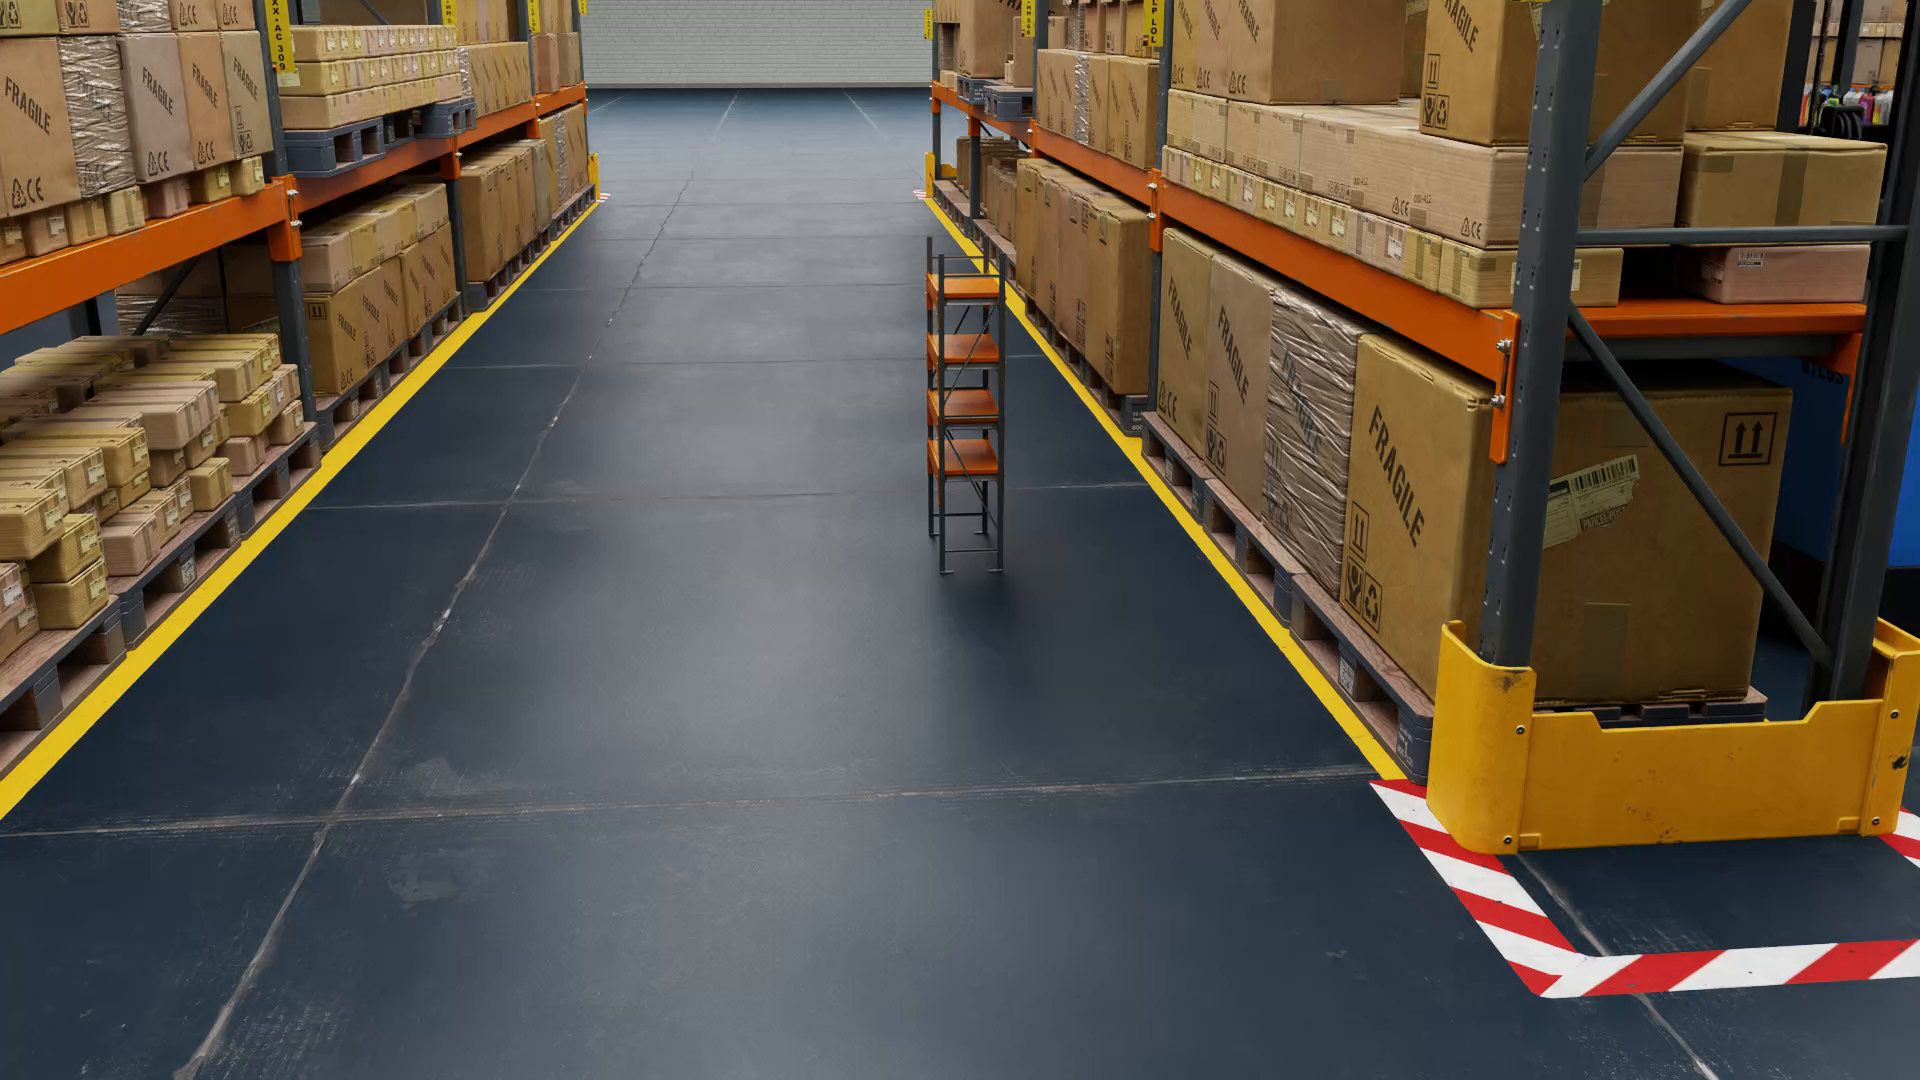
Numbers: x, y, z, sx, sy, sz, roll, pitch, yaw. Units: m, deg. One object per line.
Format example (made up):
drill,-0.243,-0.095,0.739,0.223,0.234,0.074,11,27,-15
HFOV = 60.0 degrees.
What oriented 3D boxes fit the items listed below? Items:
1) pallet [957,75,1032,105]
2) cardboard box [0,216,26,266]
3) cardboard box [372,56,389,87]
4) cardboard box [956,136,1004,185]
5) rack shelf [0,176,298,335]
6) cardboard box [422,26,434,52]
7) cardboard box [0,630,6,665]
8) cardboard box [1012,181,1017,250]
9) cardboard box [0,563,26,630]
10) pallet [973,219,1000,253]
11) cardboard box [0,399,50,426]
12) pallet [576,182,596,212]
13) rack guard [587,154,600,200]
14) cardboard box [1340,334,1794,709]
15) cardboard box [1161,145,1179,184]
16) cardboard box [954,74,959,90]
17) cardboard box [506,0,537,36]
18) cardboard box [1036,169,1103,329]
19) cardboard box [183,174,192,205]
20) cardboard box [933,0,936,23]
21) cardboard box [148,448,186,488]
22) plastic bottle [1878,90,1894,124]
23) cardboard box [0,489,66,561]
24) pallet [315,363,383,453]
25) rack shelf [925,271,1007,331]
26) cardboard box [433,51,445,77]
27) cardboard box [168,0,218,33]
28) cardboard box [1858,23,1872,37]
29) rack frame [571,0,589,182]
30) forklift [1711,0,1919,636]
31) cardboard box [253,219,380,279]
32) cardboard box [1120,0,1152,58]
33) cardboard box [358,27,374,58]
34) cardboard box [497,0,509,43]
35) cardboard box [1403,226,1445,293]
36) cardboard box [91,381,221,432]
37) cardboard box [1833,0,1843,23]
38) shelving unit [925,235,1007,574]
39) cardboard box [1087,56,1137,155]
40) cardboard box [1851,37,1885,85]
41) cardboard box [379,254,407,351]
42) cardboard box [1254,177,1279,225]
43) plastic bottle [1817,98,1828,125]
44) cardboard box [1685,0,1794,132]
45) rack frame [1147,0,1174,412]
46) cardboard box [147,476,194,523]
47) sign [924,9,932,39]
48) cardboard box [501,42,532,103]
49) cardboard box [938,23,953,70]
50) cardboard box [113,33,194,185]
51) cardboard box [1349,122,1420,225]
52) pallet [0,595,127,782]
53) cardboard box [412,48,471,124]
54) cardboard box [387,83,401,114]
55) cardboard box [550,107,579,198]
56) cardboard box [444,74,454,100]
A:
pallet,0.529,-3.968,14.628,1.003,0.211,1.213,-2,18,-6
cardboard box,-3.027,-0.891,4.926,0.380,0.149,0.250,-2,18,-6
cardboard box,-3.220,-2.451,8.697,0.380,0.149,0.250,-1,17,-3
cardboard box,0.230,-4.304,18.852,0.500,0.500,0.500,1,17,5
rack shelf,-3.317,-0.846,5.564,1.077,0.370,4.000,-2,18,-6
cardboard box,-3.348,-2.977,9.876,0.380,0.149,0.250,-1,17,-4
cardboard box,-2.955,0.325,4.692,0.380,0.149,0.250,-2,18,-6
cardboard box,0.783,-2.650,13.548,0.700,0.500,0.500,0,17,-1
cardboard box,-2.882,0.177,4.666,0.380,0.149,0.250,-2,18,-6
pallet,0.677,-2.729,15.018,1.003,0.211,1.213,-2,18,-6
cardboard box,-3.545,-0.408,6.035,0.380,0.149,0.250,-3,18,-8
pallet,-4.601,-3.794,18.409,1.003,0.211,1.213,-2,18,-6
rack guard,-4.764,-4.175,19.140,1.175,0.500,0.348,-2,18,-6
cardboard box,1.687,-0.091,4.806,0.875,0.875,0.875,-2,18,-6
cardboard box,1.120,-1.690,7.471,0.380,0.149,0.250,-2,18,-6
cardboard box,0.140,-4.674,16.977,0.380,0.149,0.250,-2,18,-6
cardboard box,-4.353,-4.866,15.116,0.875,0.550,0.550,-2,18,-6
cardboard box,1.142,-1.814,10.295,1.225,0.875,0.875,-2,18,-5
cardboard box,-3.200,-1.353,6.400,0.380,0.149,0.250,-2,18,-7
cardboard box,-0.032,-5.978,18.377,0.500,0.500,0.500,-2,18,-6
cardboard box,-3.108,-0.290,6.155,0.380,0.149,0.250,-3,18,-8
plastic bottle,5.800,-2.642,10.290,0.152,0.276,0.135,-2,18,-6
cardboard box,-2.874,-0.041,4.866,0.380,0.149,0.250,-2,18,-6
pallet,-3.606,-0.686,8.511,1.003,0.211,1.213,-2,18,-6
rack shelf,0.017,-0.898,6.223,0.258,0.148,0.480,-2,18,-6
cardboard box,-3.374,-2.908,10.154,0.380,0.149,0.250,-1,17,-4
cardboard box,-3.148,-2.166,6.236,0.500,0.500,0.500,-2,18,-7
cardboard box,10.020,-5.564,18.142,0.380,0.149,0.250,-2,18,-5
rack frame,-4.761,-5.360,18.743,1.000,3.000,0.127,-2,18,-6
forklift,3.095,-1.473,6.476,1.130,2.935,3.031,-3,18,-8
cardboard box,-3.395,-1.537,8.786,0.500,0.250,0.500,-1,17,-4
cardboard box,1.287,-2.829,8.839,0.797,0.503,0.637,-2,17,-5
cardboard box,-3.189,-2.515,8.404,0.380,0.149,0.250,-2,18,-6
cardboard box,-4.292,-4.545,14.311,0.700,0.500,0.500,-2,18,-7
cardboard box,1.440,-0.770,4.541,0.380,0.149,0.250,-2,18,-5
cardboard box,-3.061,-0.505,6.342,0.380,0.149,0.250,-3,18,-8
cardboard box,10.190,-5.993,18.426,0.700,0.500,0.500,-2,18,-5
shelving unit,0.017,-0.523,6.340,0.258,1.200,0.503,-2,18,-6
cardboard box,0.995,-2.390,9.114,0.500,0.500,0.500,-2,18,-6
cardboard box,10.234,-5.235,18.178,0.700,0.500,0.500,-1,17,-4
cardboard box,-3.460,-1.334,9.391,0.500,0.500,0.500,-1,17,-5
cardboard box,1.282,-1.225,5.992,0.380,0.149,0.250,-2,18,-7
plastic bottle,5.703,-2.806,10.939,0.097,0.201,0.097,0,17,0
cardboard box,2.000,-1.445,4.773,0.500,0.500,0.500,-2,18,-7
rack frame,1.420,-1.908,7.747,1.000,3.000,0.127,-2,18,-6
cardboard box,-3.078,-0.131,6.144,0.380,0.149,0.250,-1,17,-5
sign,-0.357,-5.879,18.952,0.100,0.325,0.005,-2,18,-6
cardboard box,-4.029,-4.069,14.463,0.500,0.500,0.500,-2,18,-6
cardboard box,0.212,-5.508,18.551,0.875,0.500,0.500,-2,18,-6
cardboard box,-3.090,-1.536,5.899,0.500,0.500,0.500,-2,18,-6
cardboard box,1.467,-1.074,4.844,0.500,0.250,0.500,-2,18,-7
pallet,-3.168,0.471,4.823,1.003,0.211,1.213,-2,18,-6
cardboard box,-3.714,-3.166,11.588,0.500,0.500,0.500,-2,17,-5
cardboard box,-3.247,-2.386,8.987,0.380,0.149,0.250,-2,18,-7
cardboard box,-4.533,-4.085,17.526,0.875,0.875,0.875,-2,18,-7
cardboard box,-3.404,-2.850,10.467,0.380,0.149,0.250,-2,18,-6
